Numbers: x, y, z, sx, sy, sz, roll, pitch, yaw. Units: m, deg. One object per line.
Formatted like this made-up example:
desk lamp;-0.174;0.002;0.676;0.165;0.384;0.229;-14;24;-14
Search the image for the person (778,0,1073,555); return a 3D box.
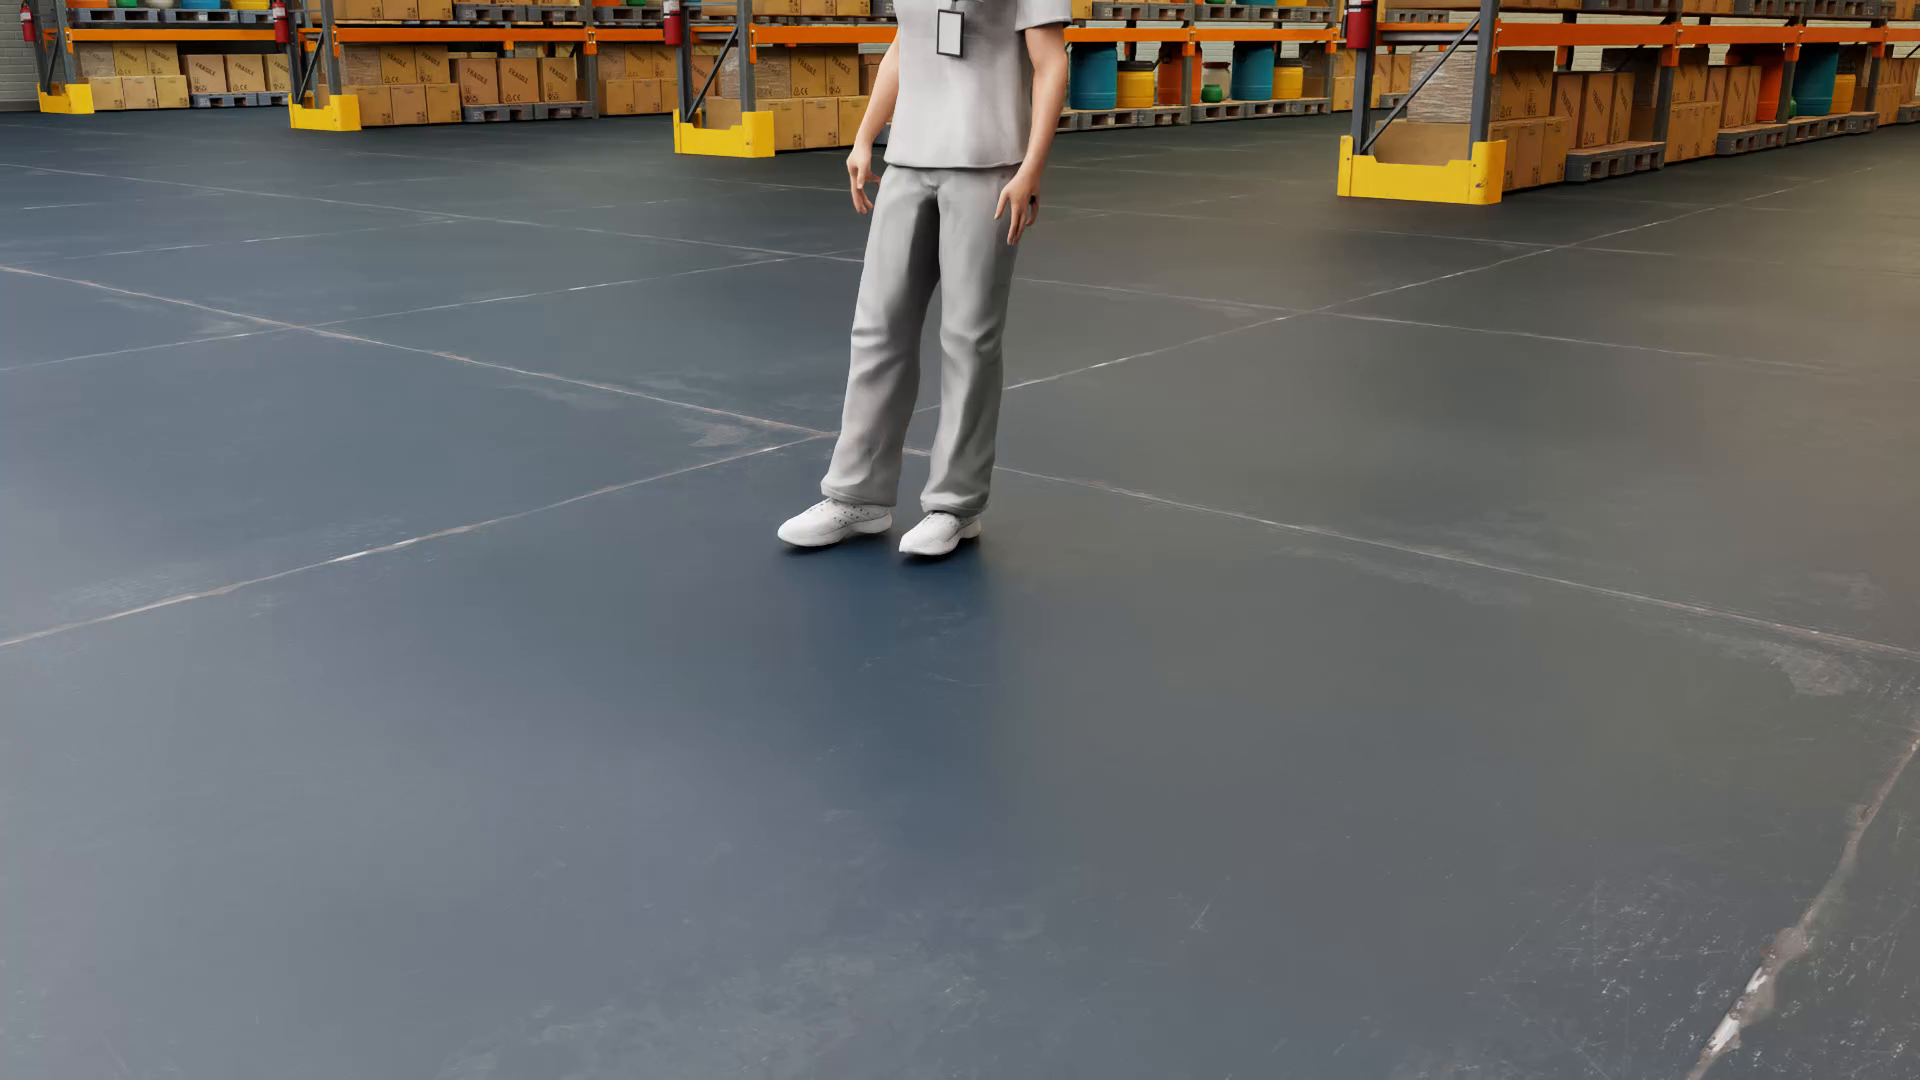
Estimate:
person;-0.058;-0.795;3.650;0.549;1.673;0.548;13;21;37
